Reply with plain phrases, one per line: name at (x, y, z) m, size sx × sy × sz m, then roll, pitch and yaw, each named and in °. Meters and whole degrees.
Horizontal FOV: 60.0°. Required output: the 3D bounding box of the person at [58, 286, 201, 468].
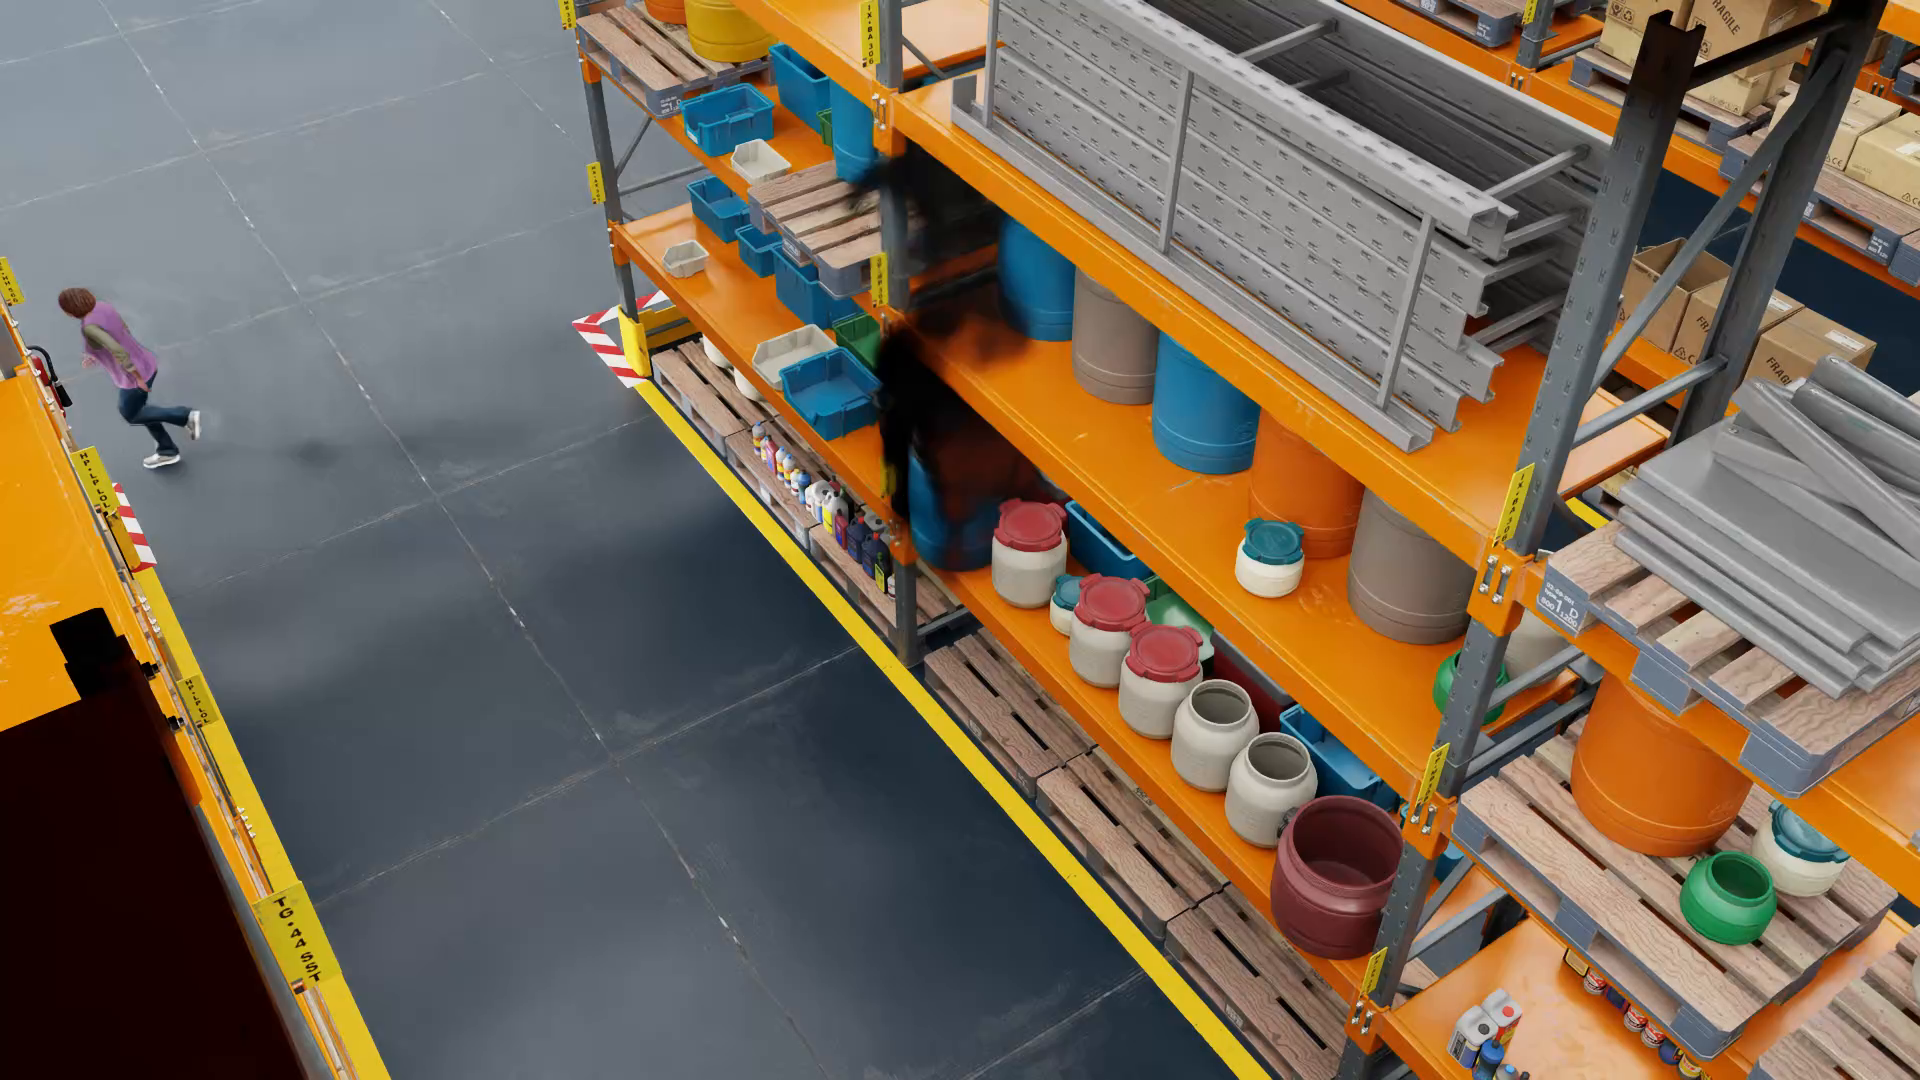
person at (-5.902, -1.132, 11.956) m, size 0.689 × 1.437 × 0.506 m, roll -2°, pitch 43°, yaw -3°
